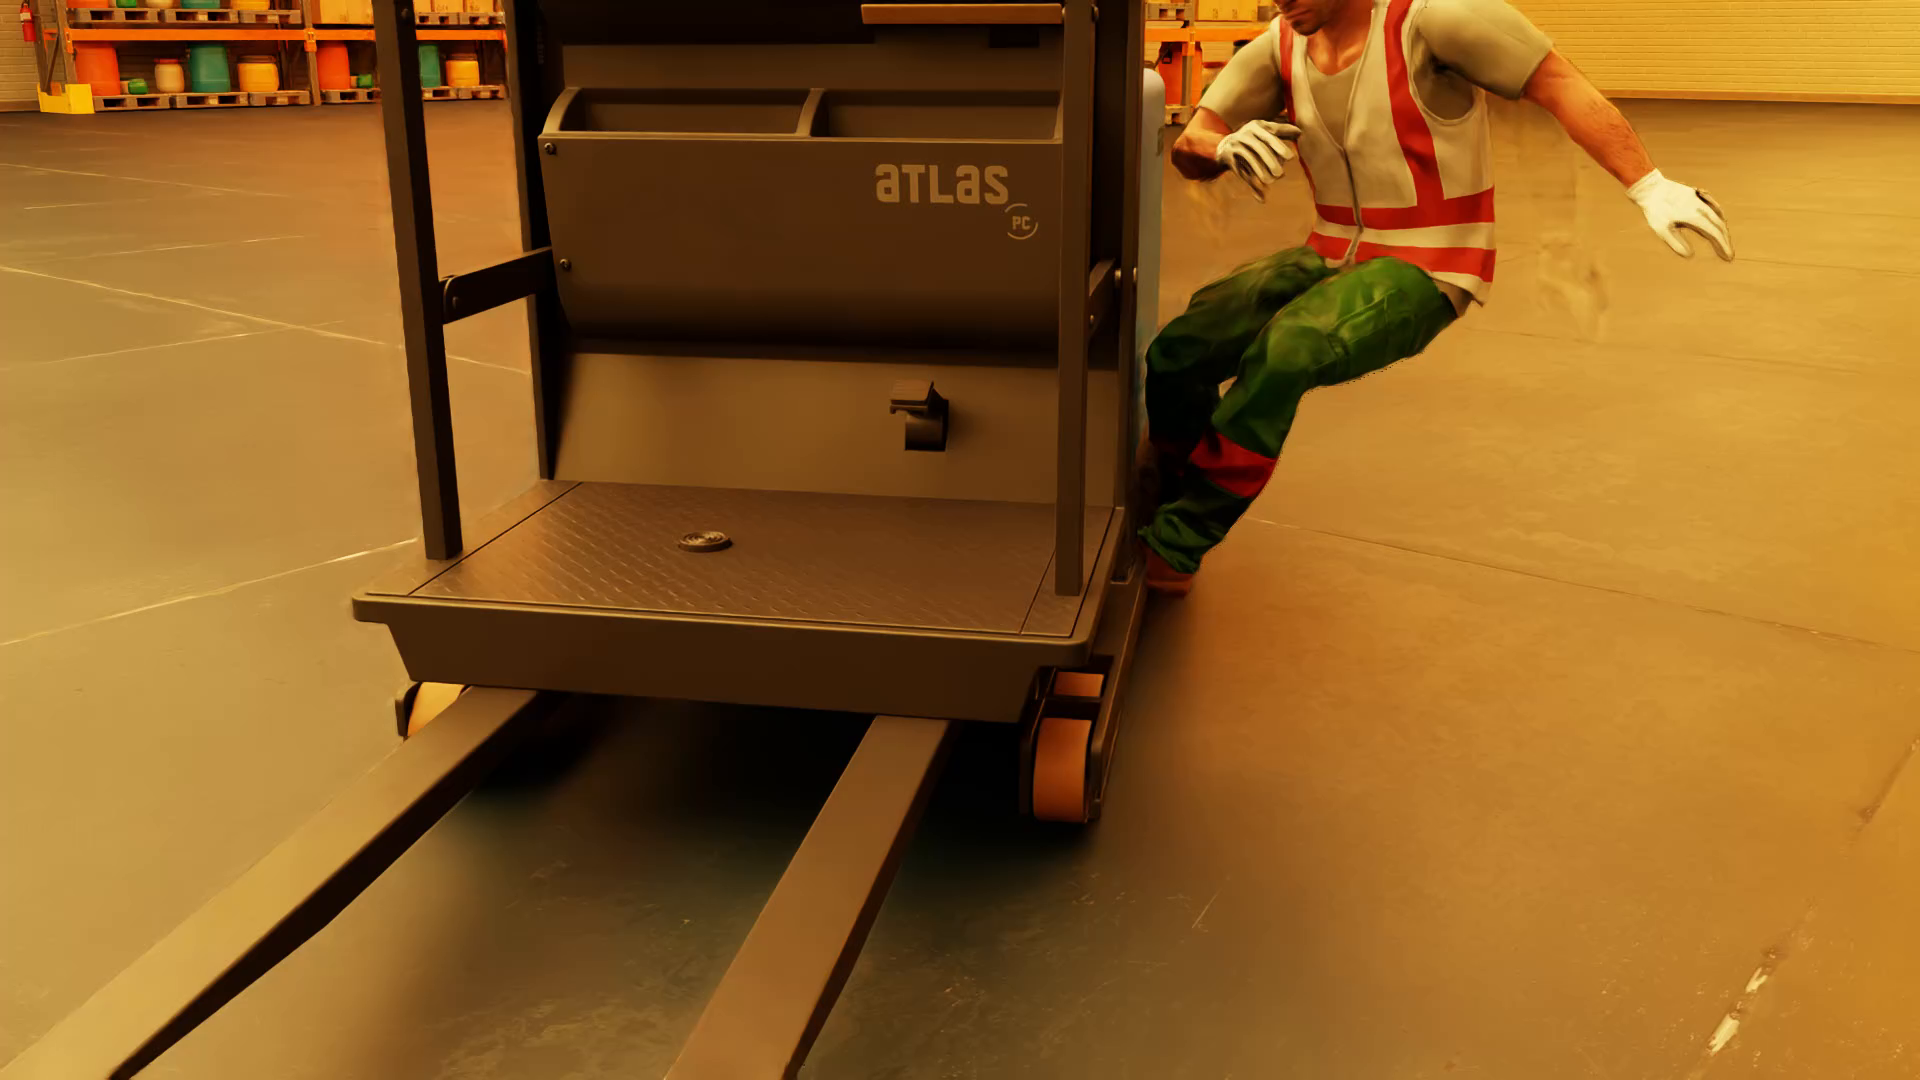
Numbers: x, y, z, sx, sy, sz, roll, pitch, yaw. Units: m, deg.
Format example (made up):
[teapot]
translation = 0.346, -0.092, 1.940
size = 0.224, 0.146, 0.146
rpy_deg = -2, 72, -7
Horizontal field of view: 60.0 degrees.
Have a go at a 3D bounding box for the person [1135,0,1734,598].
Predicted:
[person]
translation = 0.735, -0.508, 3.211
size = 0.968, 1.486, 1.084
rpy_deg = -13, 21, -36

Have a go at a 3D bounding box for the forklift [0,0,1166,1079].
[forklift]
translation = -0.280, -1.084, 2.466
size = 1.130, 2.935, 3.031
rpy_deg = 3, 17, 10
